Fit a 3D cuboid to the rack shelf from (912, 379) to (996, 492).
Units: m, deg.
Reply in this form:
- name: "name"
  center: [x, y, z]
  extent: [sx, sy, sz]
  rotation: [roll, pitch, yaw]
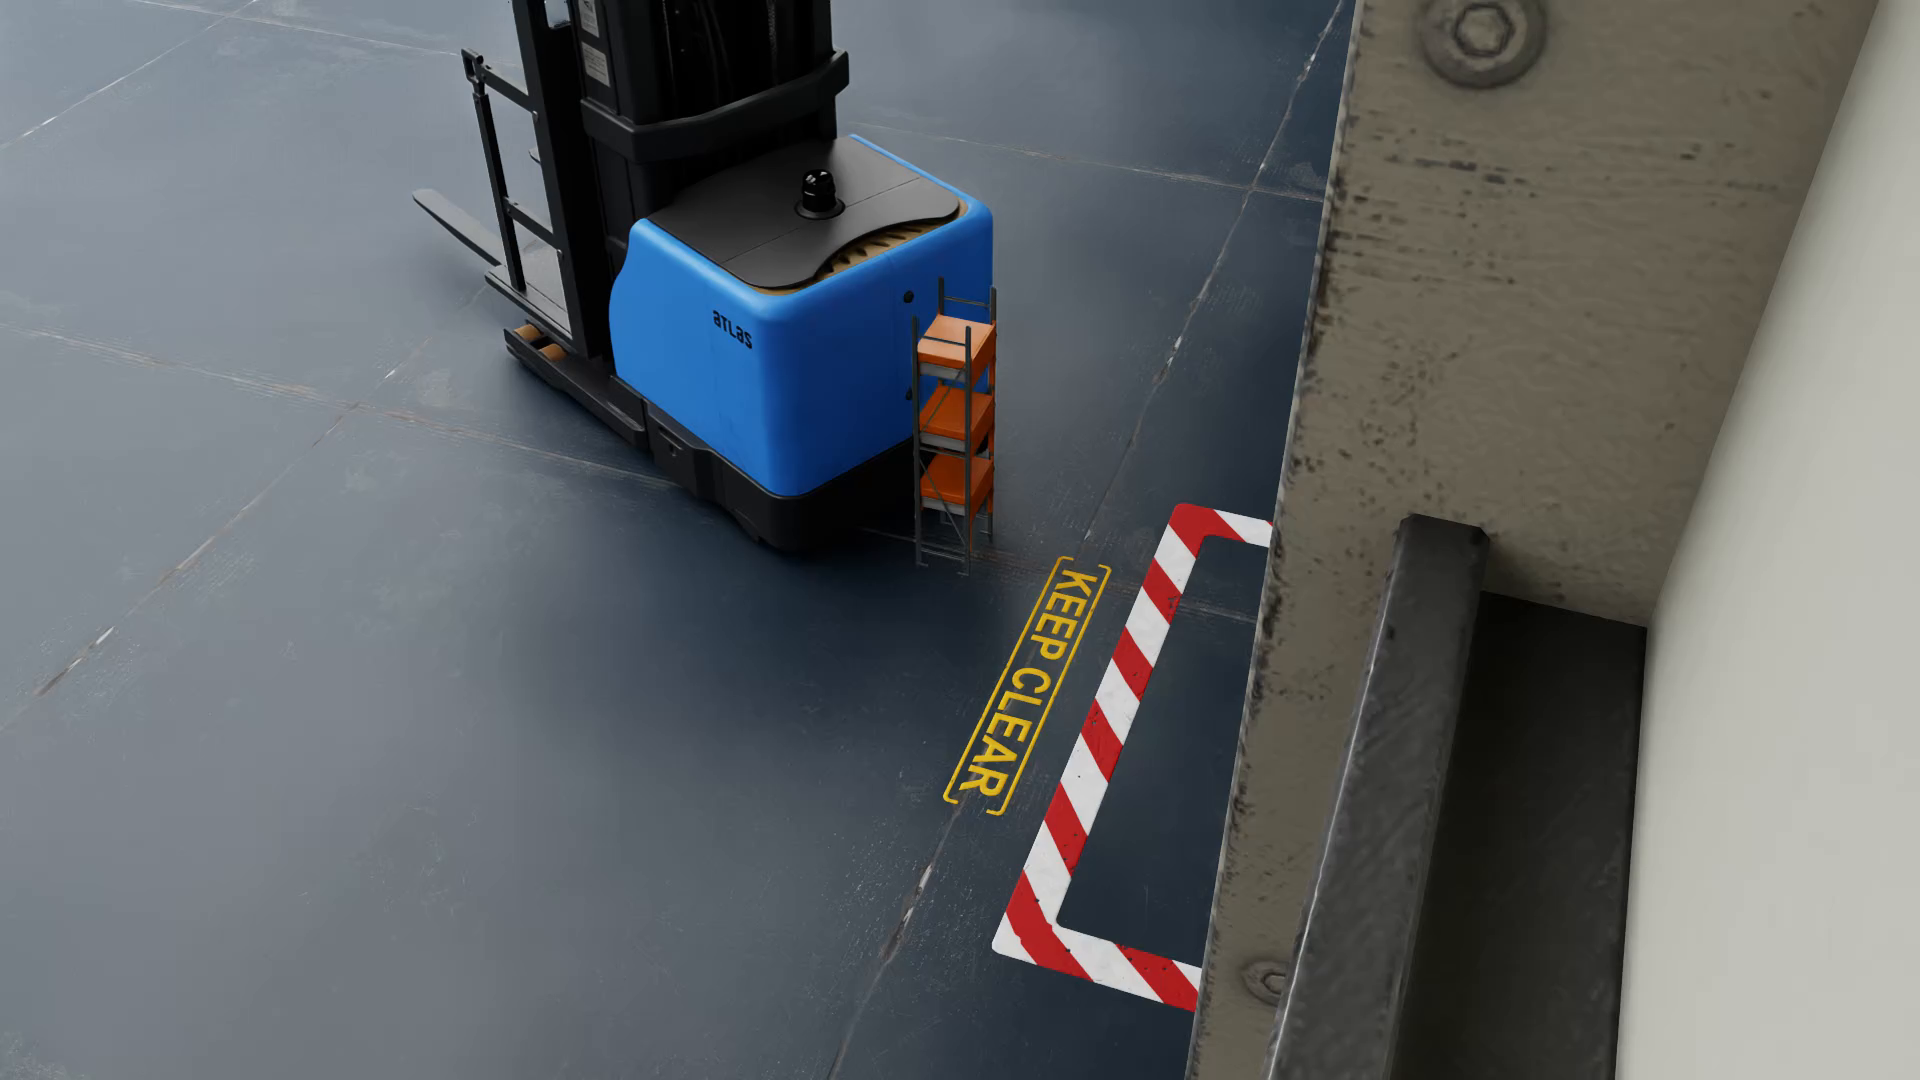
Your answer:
- name: "rack shelf"
  center: [-0.018, -0.359, 5.689]
  extent: [0.215, 0.259, 0.240]
  rotation: [13, 42, 15]

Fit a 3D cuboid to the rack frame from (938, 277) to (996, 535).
- name: "rack frame"
  center: [0.023, -0.441, 5.770]
  extent: [0.200, 1.050, 0.008]
  rotation: [13, 42, 15]

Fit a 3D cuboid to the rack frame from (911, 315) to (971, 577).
- name: "rack frame"
  center: [-0.060, -0.292, 5.595]
  extent: [0.200, 1.050, 0.008]
  rotation: [13, 42, 15]

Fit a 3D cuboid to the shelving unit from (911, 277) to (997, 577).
- name: "shelving unit"
  center: [-0.018, -0.367, 5.683]
  extent: [0.215, 1.050, 0.252]
  rotation: [13, 42, 15]

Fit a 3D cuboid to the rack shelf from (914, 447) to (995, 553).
- name: "rack shelf"
  center: [-0.018, -0.147, 5.870]
  extent: [0.215, 0.259, 0.240]
  rotation: [13, 42, 15]

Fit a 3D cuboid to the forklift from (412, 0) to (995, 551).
- name: "forklift"
  center: [-1.231, -1.946, 6.084]
  extent: [1.130, 2.935, 3.031]
  rotation: [-31, 49, -31]

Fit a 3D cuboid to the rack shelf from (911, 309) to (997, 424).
- name: "rack shelf"
  center: [-0.018, -0.575, 5.505]
  extent: [0.215, 0.259, 0.240]
  rotation: [13, 42, 15]
